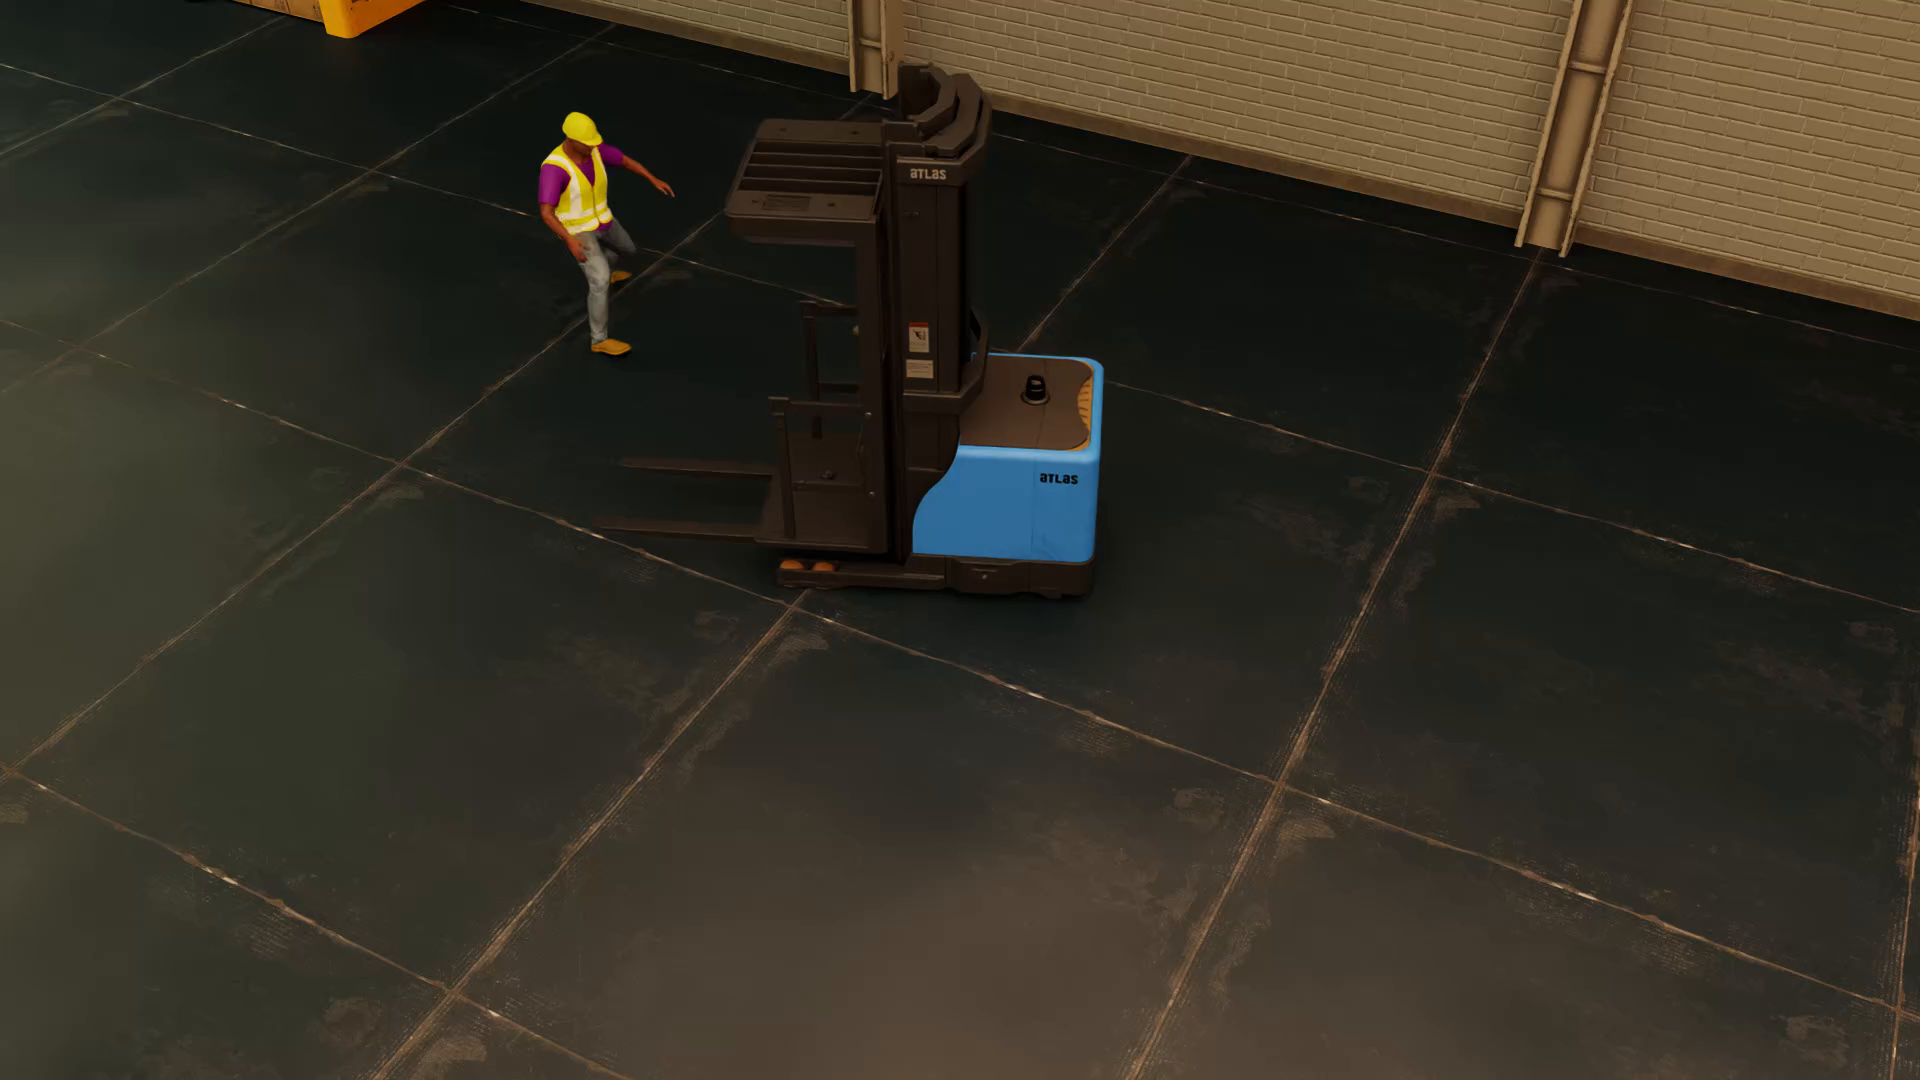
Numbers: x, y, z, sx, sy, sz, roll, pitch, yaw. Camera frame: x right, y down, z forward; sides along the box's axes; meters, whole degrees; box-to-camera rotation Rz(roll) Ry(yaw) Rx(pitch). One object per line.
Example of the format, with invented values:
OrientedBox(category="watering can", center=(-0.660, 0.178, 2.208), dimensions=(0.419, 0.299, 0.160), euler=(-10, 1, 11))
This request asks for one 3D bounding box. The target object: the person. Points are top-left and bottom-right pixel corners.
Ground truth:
OrientedBox(category="person", center=(-2.519, -2.263, 11.747), dimensions=(0.928, 1.611, 1.027), euler=(21, 45, 23))

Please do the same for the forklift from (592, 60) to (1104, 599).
OrientedBox(category="forklift", center=(-0.681, -1.161, 9.365), dimensions=(3.031, 2.935, 1.130), euler=(3, 40, 4))
